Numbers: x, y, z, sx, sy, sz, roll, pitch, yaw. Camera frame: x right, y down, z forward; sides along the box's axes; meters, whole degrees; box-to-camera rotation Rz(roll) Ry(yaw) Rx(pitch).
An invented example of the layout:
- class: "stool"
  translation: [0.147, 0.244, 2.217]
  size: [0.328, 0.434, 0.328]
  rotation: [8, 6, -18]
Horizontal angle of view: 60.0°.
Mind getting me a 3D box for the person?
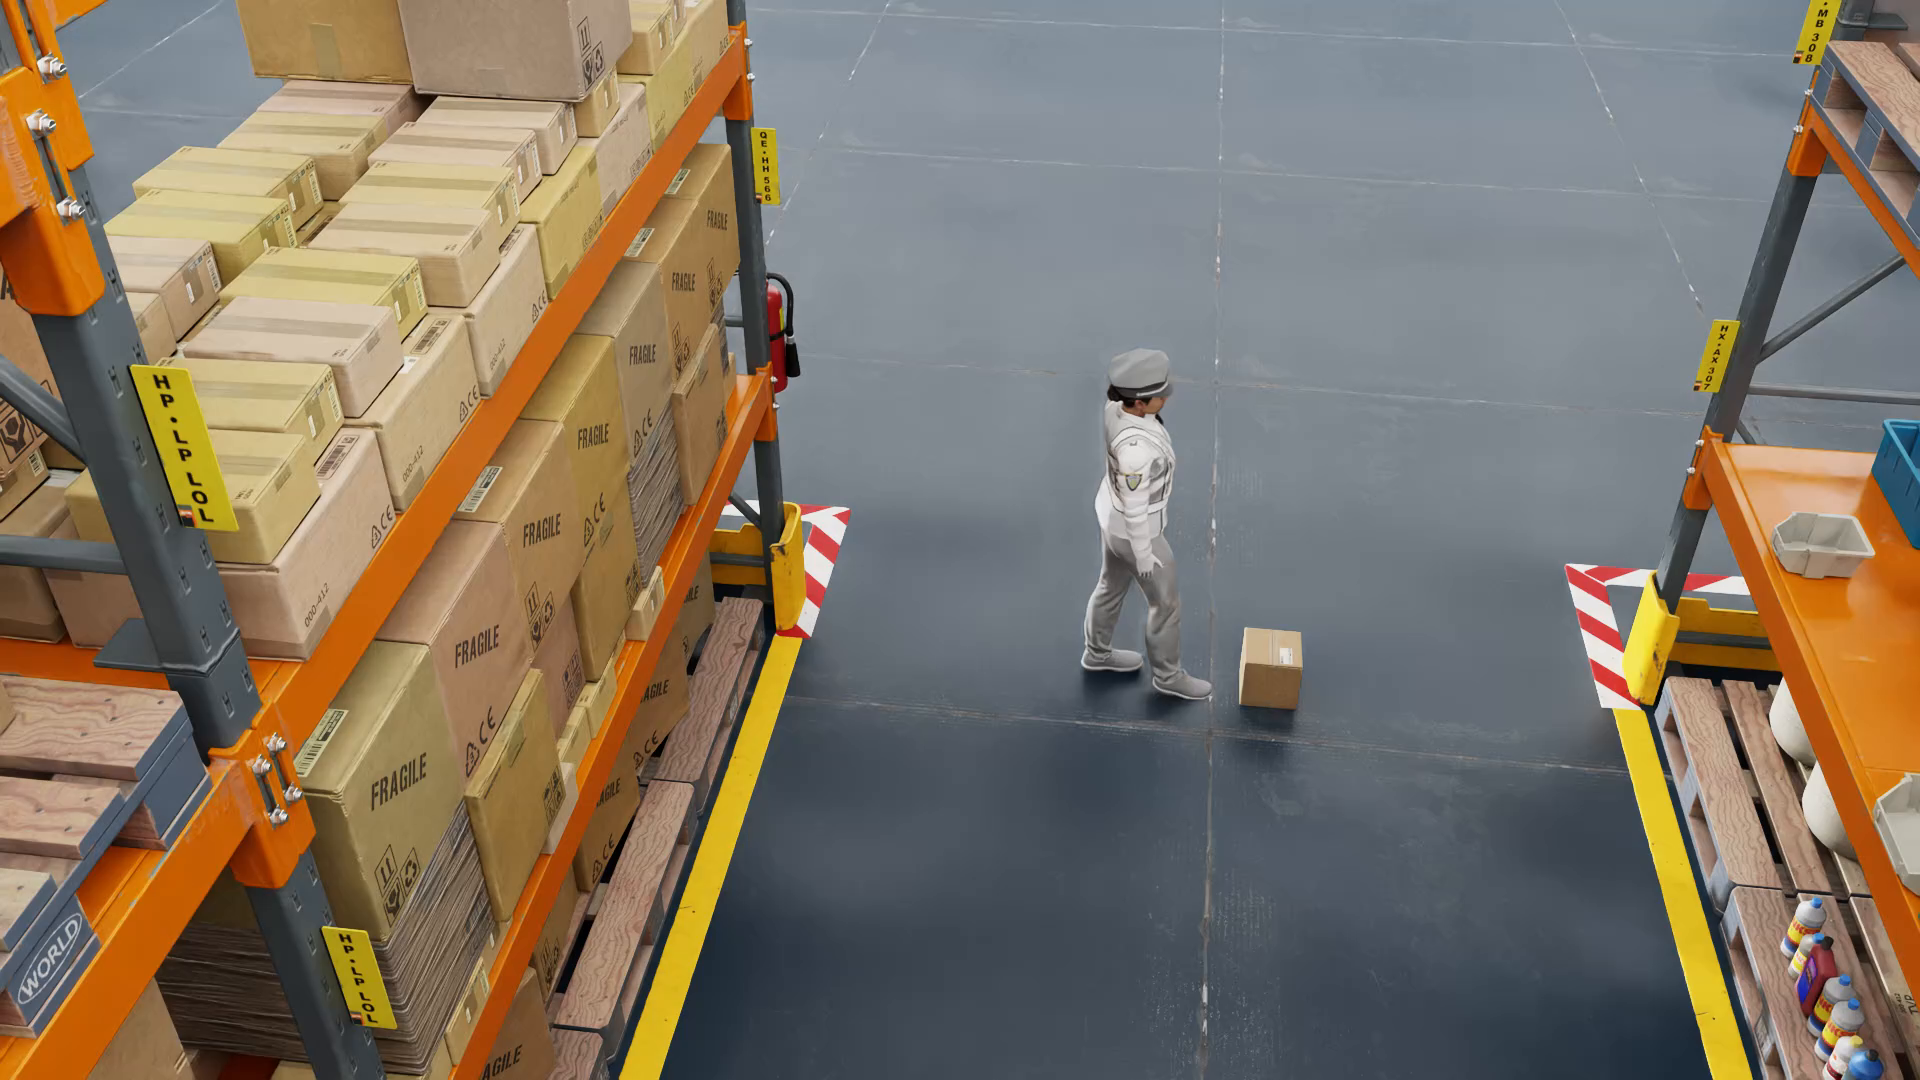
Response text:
- class: "person"
  translation: [0.894, -0.075, 7.117]
  size: [0.644, 1.664, 0.516]
  rotation: [-3, 36, -4]
